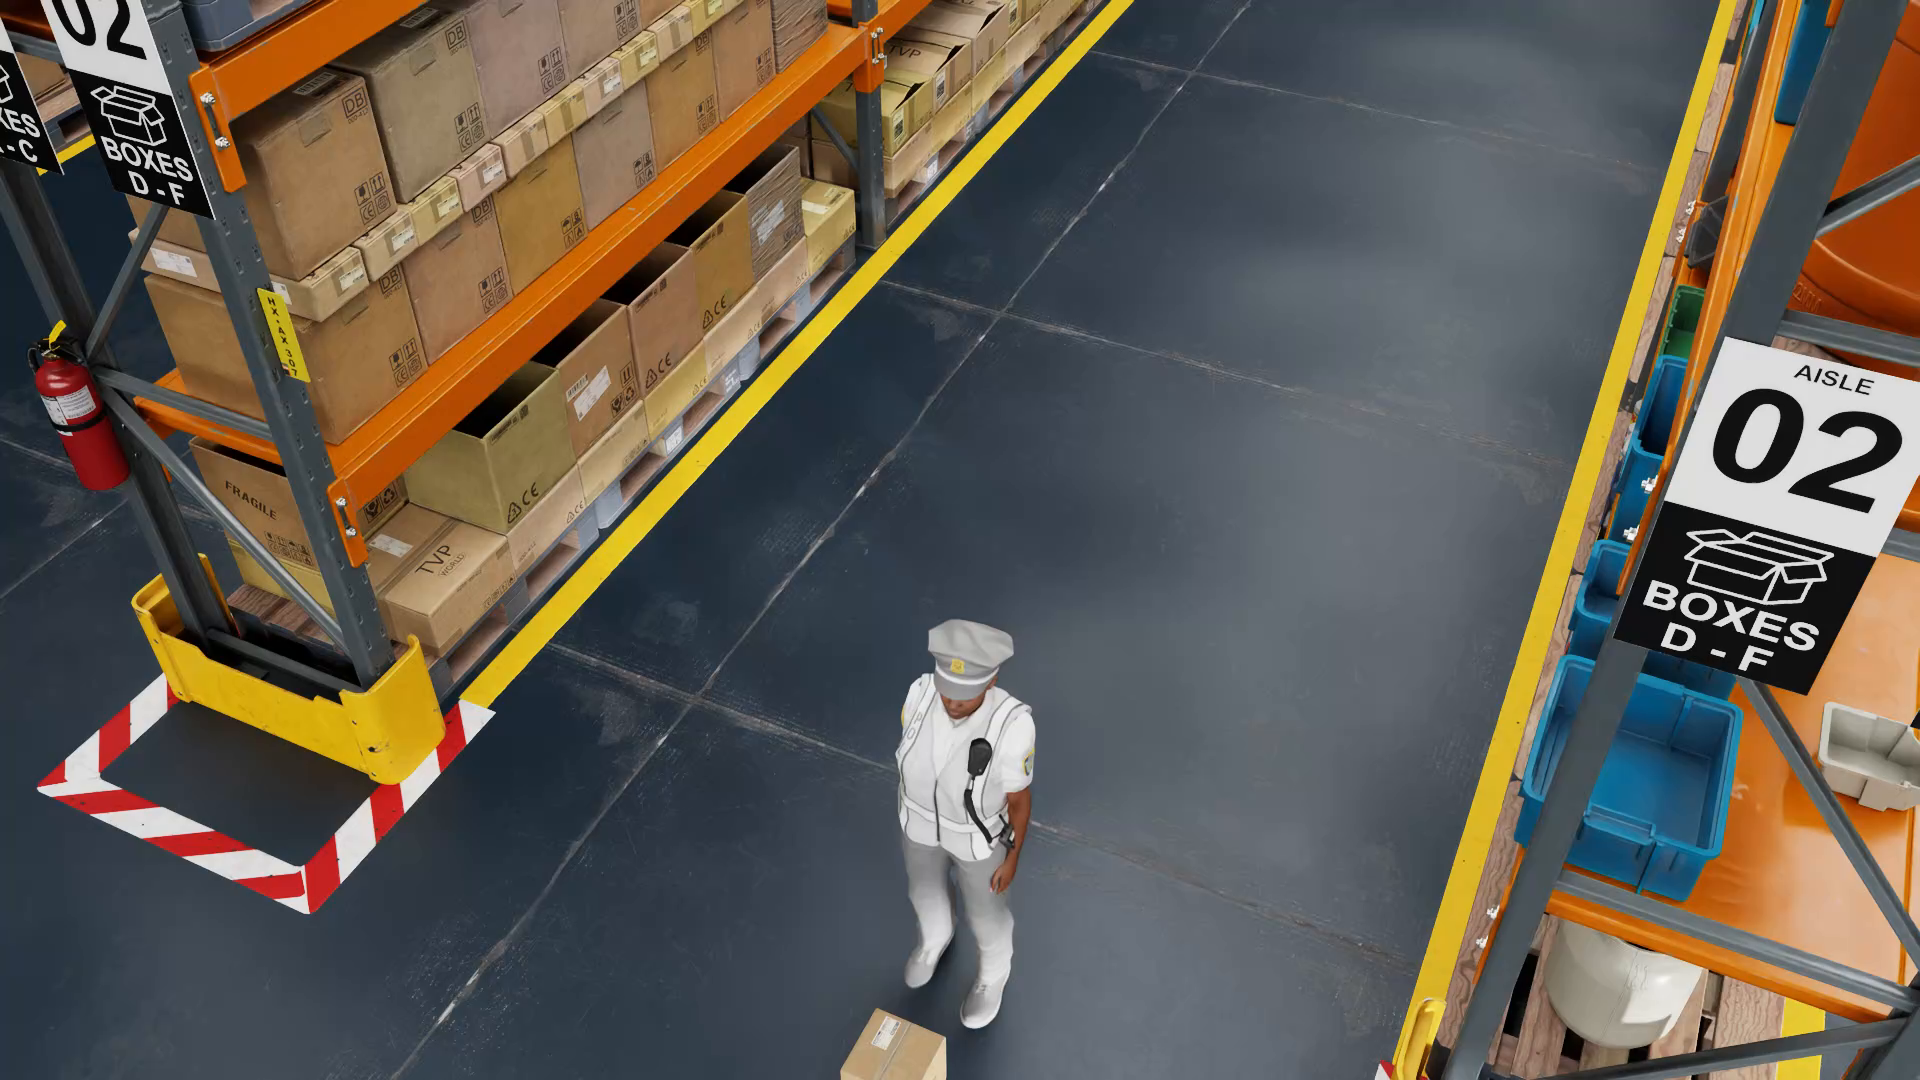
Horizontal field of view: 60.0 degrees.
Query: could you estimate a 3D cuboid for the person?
[{"bbox_3d":[0.008,0.910,5.175,0.436,1.716,0.347,18,45,19],"label":"person"}]
